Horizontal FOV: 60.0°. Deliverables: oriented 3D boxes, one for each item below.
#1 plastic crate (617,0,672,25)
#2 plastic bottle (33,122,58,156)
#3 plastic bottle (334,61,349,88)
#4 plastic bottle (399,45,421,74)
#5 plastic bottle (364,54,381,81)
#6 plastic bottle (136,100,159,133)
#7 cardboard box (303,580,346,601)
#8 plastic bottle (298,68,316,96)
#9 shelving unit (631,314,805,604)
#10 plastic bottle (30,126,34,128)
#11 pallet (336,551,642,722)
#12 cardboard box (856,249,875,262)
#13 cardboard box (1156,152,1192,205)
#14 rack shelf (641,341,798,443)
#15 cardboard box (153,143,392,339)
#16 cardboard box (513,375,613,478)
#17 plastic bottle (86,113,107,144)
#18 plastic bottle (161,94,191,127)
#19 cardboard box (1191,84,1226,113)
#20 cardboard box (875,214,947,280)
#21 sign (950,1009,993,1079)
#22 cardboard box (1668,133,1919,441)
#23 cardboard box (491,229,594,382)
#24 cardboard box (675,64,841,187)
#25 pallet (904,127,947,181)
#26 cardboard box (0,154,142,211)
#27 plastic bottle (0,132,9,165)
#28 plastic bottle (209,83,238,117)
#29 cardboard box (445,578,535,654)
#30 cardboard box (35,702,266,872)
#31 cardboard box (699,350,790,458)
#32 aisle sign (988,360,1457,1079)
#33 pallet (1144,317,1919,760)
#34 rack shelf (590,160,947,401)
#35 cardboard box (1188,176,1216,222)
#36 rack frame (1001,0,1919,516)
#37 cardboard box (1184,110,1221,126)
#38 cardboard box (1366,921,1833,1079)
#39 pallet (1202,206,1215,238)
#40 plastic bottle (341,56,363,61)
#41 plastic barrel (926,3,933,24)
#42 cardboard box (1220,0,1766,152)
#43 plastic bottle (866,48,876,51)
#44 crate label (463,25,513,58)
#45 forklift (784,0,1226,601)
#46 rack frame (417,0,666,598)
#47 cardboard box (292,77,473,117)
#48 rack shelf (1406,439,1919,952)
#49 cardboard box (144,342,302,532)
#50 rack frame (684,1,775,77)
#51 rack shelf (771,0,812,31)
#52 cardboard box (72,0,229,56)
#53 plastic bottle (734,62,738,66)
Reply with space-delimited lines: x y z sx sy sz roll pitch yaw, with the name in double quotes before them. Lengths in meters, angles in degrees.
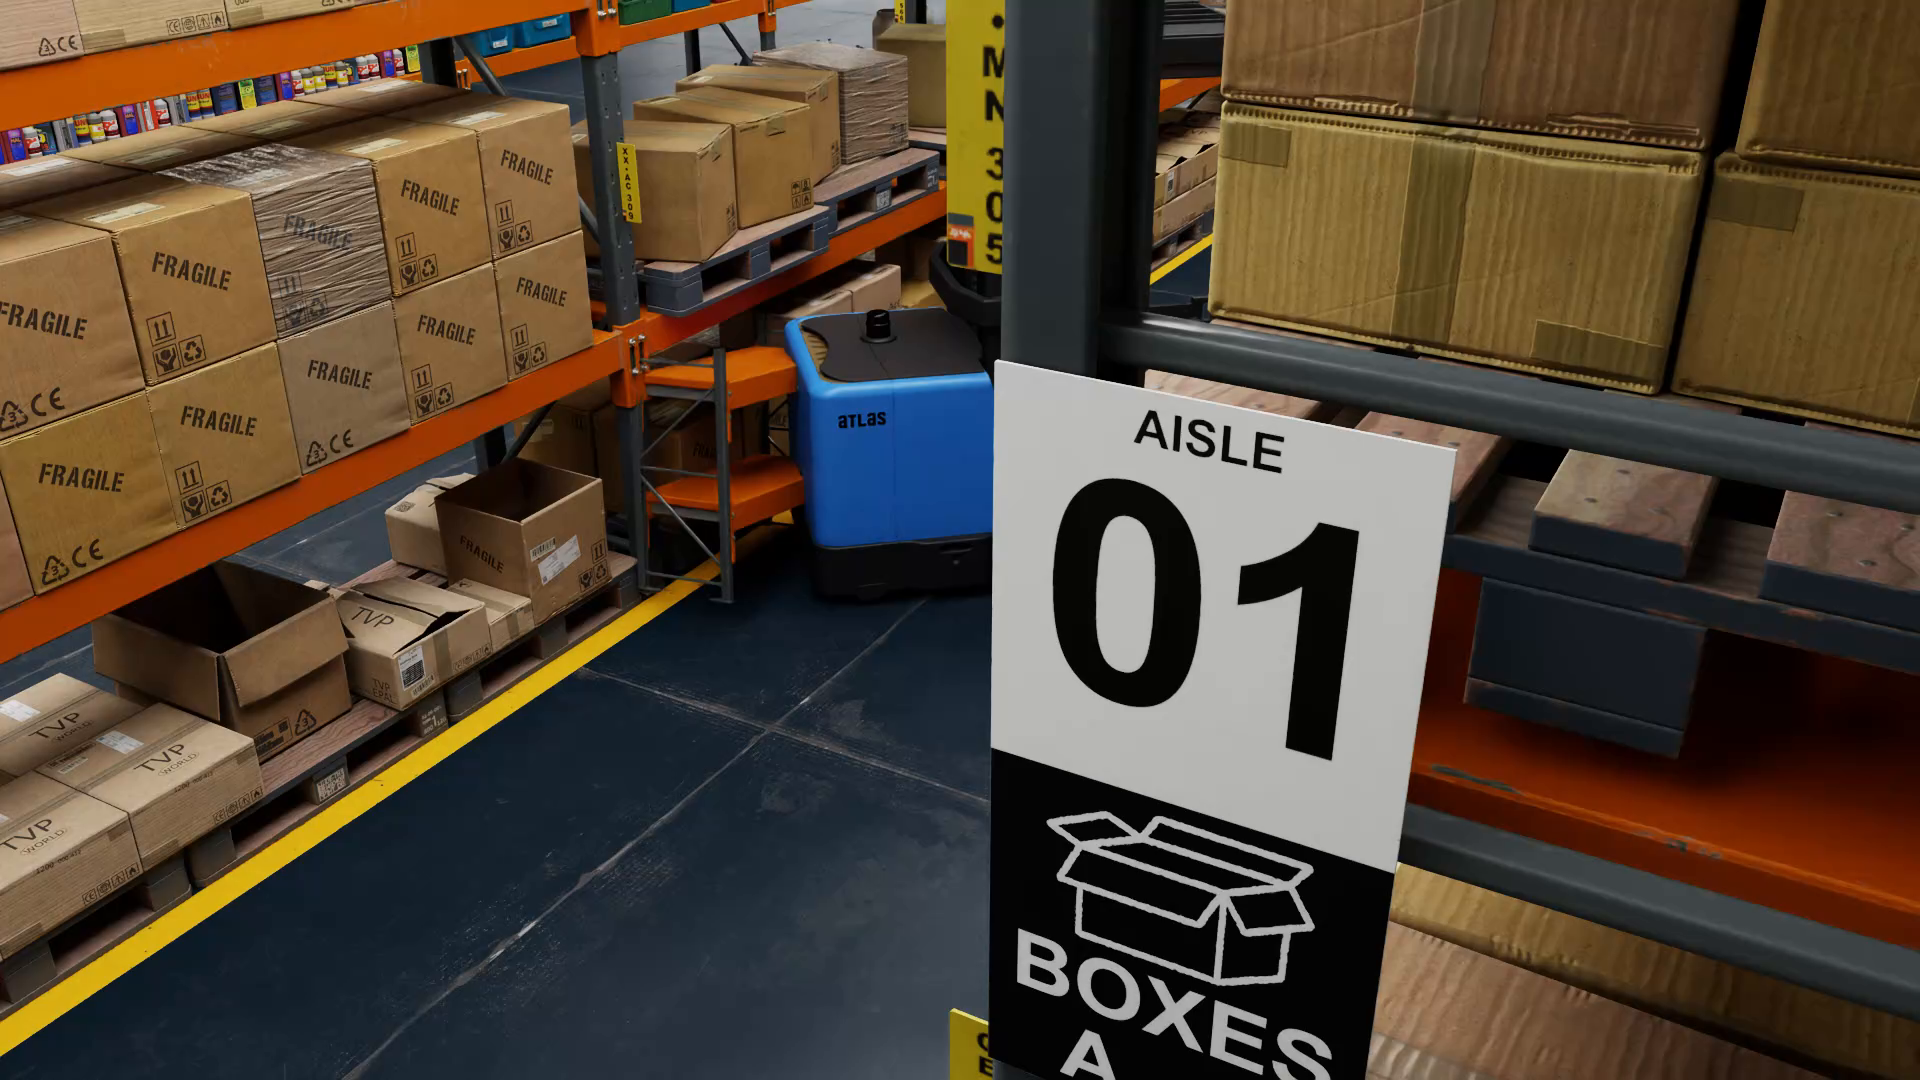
"plastic crate" -2.835 -4.581 14.286 0.450 0.188 0.662 14 30 26
"plastic bottle" -5.453 -2.429 9.895 0.097 0.271 0.097 0 27 0
"plastic bottle" -4.349 -3.272 11.658 0.097 0.201 0.097 0 27 0
"plastic bottle" -4.019 -3.554 12.128 0.061 0.283 0.133 14 30 26
"plastic bottle" -4.205 -3.386 11.885 0.097 0.201 0.097 0 27 0
"plastic bottle" -5.144 -2.700 10.432 0.152 0.276 0.135 14 30 26
"cardboard box" -2.660 0.319 6.935 0.380 0.166 0.250 14 30 26
"plastic bottle" -4.492 -3.158 11.430 0.097 0.201 0.097 0 27 0
"shelving unit" -0.997 -0.413 7.732 0.538 1.125 1.048 8 17 26
"plastic bottle" -5.866 -2.675 10.298 0.144 0.351 0.185 14 30 26
"pallet" -2.187 0.308 7.399 1.003 0.211 1.213 14 30 26
"cardboard box" -0.606 -1.524 10.245 0.500 0.500 0.500 13 29 24
"cardboard box" 1.389 -2.719 12.307 0.500 0.311 0.500 14 30 25
"rack shelf" -0.996 -0.695 7.656 0.538 0.278 1.000 8 17 26
"cardboard box" -2.369 -1.047 5.763 0.500 0.500 0.500 14 30 27
"cardboard box" -1.855 -0.541 8.280 0.500 0.500 0.500 14 30 26
"plastic bottle" -5.291 -2.526 10.167 0.097 0.201 0.097 0 27 0
"plastic bottle" -5.030 -2.791 10.613 0.152 0.276 0.135 14 30 26
"cardboard box" 2.381 -4.039 14.732 0.500 0.500 0.500 14 30 26
"cardboard box" -0.160 -1.740 9.839 0.500 0.250 0.500 15 30 28
"sign" 0.033 0.693 1.956 0.100 0.325 0.005 14 30 26
"cardboard box" 1.071 -0.295 1.724 0.500 0.250 0.500 16 31 29
"cardboard box" -1.871 -1.000 6.784 0.500 0.500 0.500 15 30 27
"cardboard box" -1.033 -2.141 8.595 0.700 0.500 0.500 7 27 13
"pallet" -0.153 -2.400 9.907 1.213 0.211 1.003 14 30 26
"cardboard box" -3.085 -0.973 5.615 0.500 0.500 0.500 15 30 28
"plastic bottle" -5.607 -2.295 9.614 0.061 0.283 0.133 14 30 26
"plastic bottle" -4.852 -2.961 10.870 0.144 0.351 0.185 14 30 26
"cardboard box" -2.014 0.316 6.962 0.380 0.149 0.250 14 30 26
"cardboard box" -2.810 0.846 5.789 0.500 0.250 0.500 14 30 26
"cardboard box" -1.146 -0.630 8.459 0.500 0.500 0.500 15 30 27
"aisle sign" 0.202 0.242 1.512 0.394 0.787 0.004 14 30 26
"pallet" 0.854 -0.151 1.949 1.003 0.211 1.213 14 30 26
"rack shelf" -0.864 -1.664 9.027 1.077 0.370 4.000 14 30 26
"cardboard box" 1.634 -2.661 12.817 0.500 0.250 0.500 15 30 27
"rack frame" 0.499 -1.241 0.675 1.000 3.000 0.127 14 30 26
"cardboard box" 2.138 -3.312 13.491 0.500 0.311 0.500 14 30 26
"cardboard box" 0.741 1.107 2.353 0.980 0.700 0.700 16 31 28
"pallet" 1.759 -2.781 13.570 1.003 0.211 1.213 14 30 26
"plastic bottle" -4.553 -3.671 12.371 0.152 0.276 0.135 14 30 26
"plastic barrel" -0.513 -5.777 18.750 0.421 0.512 0.421 0 27 0
"cardboard box" 0.621 -0.745 1.786 0.500 0.500 0.500 14 30 26
"plastic bottle" -0.925 -5.049 17.537 0.152 0.276 0.135 14 30 26
"crate label" -3.658 -3.864 12.805 0.303 0.233 0.416 14 30 26
"forklift" 0.715 -1.361 7.694 3.031 2.935 1.130 -6 27 -11
"rack frame" -1.848 -1.206 7.309 1.000 3.000 0.127 14 30 26
"cardboard box" -2.325 -1.576 6.819 0.500 0.500 0.500 15 30 27
"rack shelf" 1.482 -0.357 3.065 1.077 0.370 4.000 14 30 26
"cardboard box" -2.622 -0.399 5.584 0.500 0.500 0.500 15 30 27
"rack frame" -2.224 -5.416 15.719 1.000 3.000 0.127 14 30 26
"rack shelf" -1.240 -5.874 17.437 1.077 0.370 4.000 14 30 26
"cardboard box" -2.600 -1.649 5.010 0.500 0.250 0.500 14 30 26
"plastic bottle" -2.274 -4.658 16.748 0.061 0.283 0.133 16 31 29
